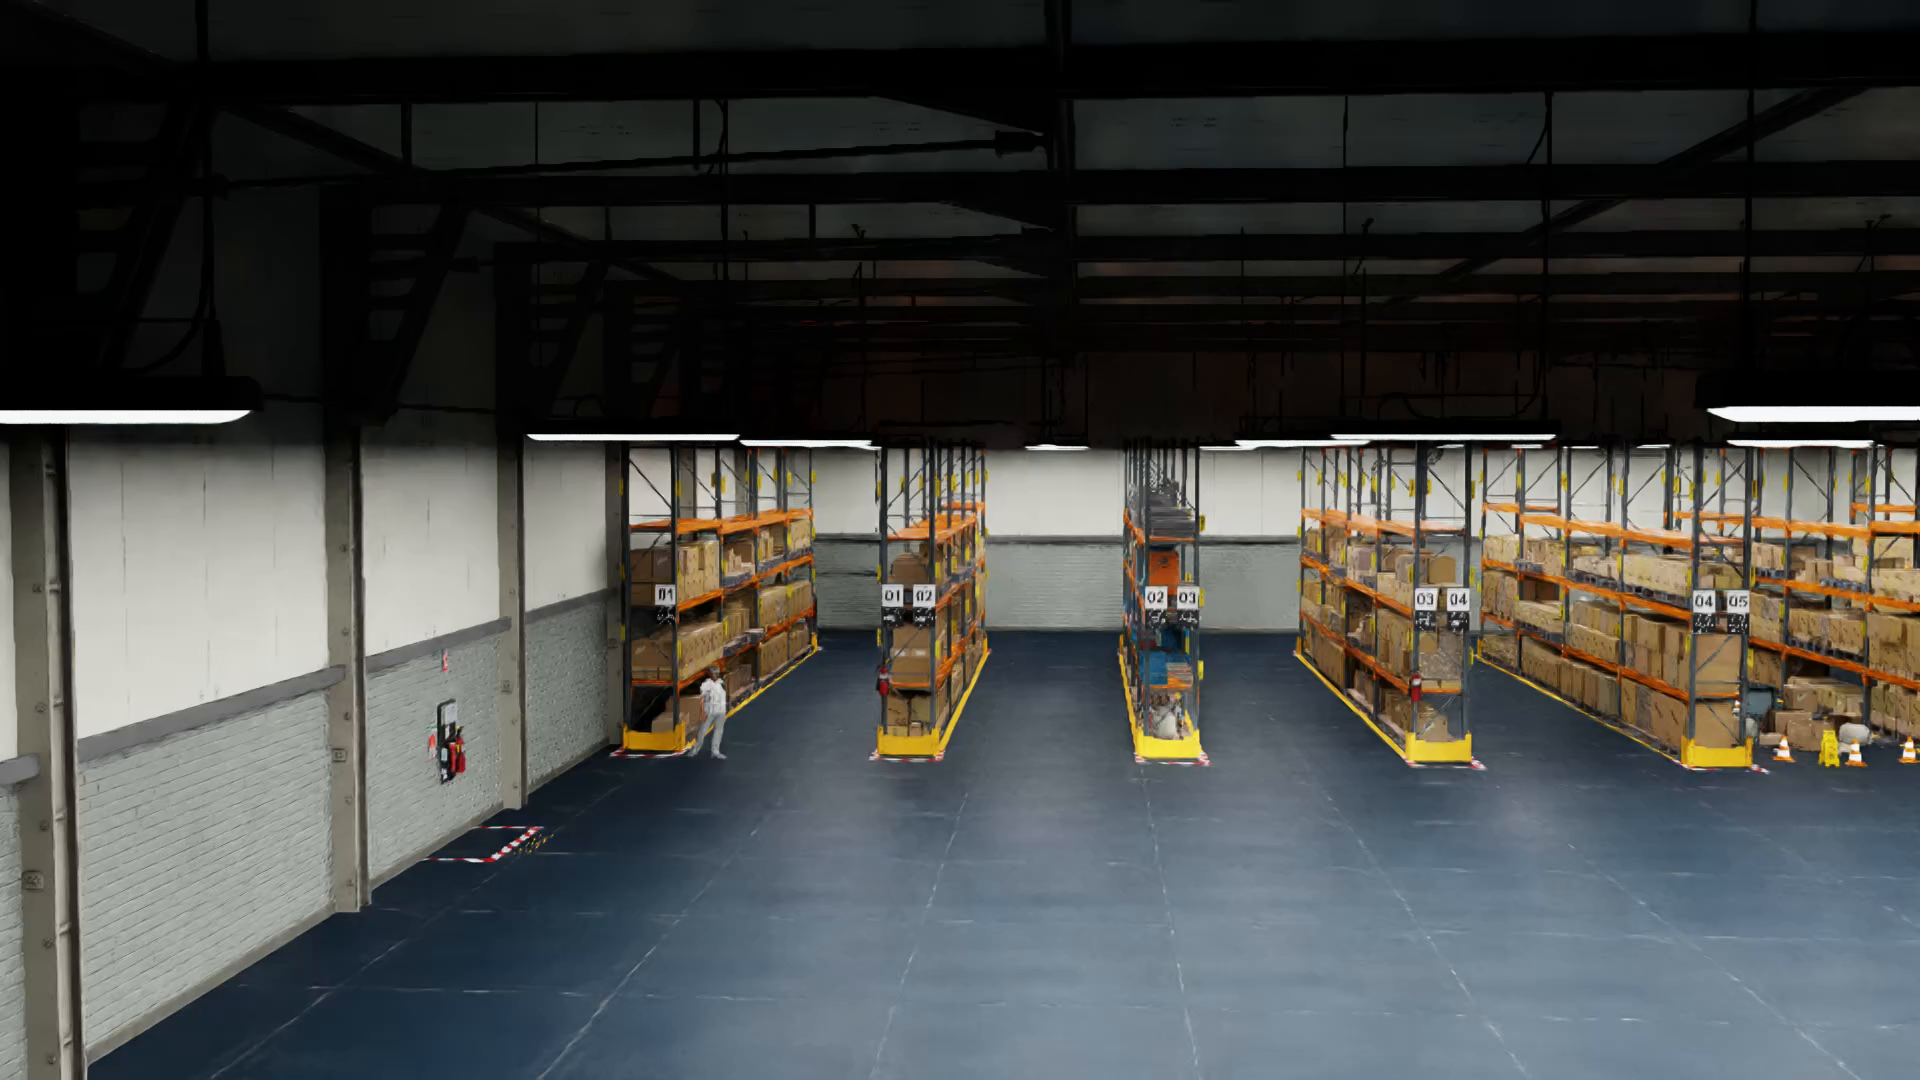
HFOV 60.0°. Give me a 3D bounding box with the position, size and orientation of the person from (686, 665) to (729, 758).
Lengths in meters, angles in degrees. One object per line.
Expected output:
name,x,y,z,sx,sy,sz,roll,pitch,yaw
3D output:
person,-4.715,3.203,30.962,0.736,1.733,0.549,-3,4,-40

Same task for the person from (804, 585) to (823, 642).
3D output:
person,-4.462,2.197,49.735,0.464,1.726,0.636,2,4,30

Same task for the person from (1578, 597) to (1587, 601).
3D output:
person,16.821,2.417,45.012,0.586,1.768,0.638,2,3,27
